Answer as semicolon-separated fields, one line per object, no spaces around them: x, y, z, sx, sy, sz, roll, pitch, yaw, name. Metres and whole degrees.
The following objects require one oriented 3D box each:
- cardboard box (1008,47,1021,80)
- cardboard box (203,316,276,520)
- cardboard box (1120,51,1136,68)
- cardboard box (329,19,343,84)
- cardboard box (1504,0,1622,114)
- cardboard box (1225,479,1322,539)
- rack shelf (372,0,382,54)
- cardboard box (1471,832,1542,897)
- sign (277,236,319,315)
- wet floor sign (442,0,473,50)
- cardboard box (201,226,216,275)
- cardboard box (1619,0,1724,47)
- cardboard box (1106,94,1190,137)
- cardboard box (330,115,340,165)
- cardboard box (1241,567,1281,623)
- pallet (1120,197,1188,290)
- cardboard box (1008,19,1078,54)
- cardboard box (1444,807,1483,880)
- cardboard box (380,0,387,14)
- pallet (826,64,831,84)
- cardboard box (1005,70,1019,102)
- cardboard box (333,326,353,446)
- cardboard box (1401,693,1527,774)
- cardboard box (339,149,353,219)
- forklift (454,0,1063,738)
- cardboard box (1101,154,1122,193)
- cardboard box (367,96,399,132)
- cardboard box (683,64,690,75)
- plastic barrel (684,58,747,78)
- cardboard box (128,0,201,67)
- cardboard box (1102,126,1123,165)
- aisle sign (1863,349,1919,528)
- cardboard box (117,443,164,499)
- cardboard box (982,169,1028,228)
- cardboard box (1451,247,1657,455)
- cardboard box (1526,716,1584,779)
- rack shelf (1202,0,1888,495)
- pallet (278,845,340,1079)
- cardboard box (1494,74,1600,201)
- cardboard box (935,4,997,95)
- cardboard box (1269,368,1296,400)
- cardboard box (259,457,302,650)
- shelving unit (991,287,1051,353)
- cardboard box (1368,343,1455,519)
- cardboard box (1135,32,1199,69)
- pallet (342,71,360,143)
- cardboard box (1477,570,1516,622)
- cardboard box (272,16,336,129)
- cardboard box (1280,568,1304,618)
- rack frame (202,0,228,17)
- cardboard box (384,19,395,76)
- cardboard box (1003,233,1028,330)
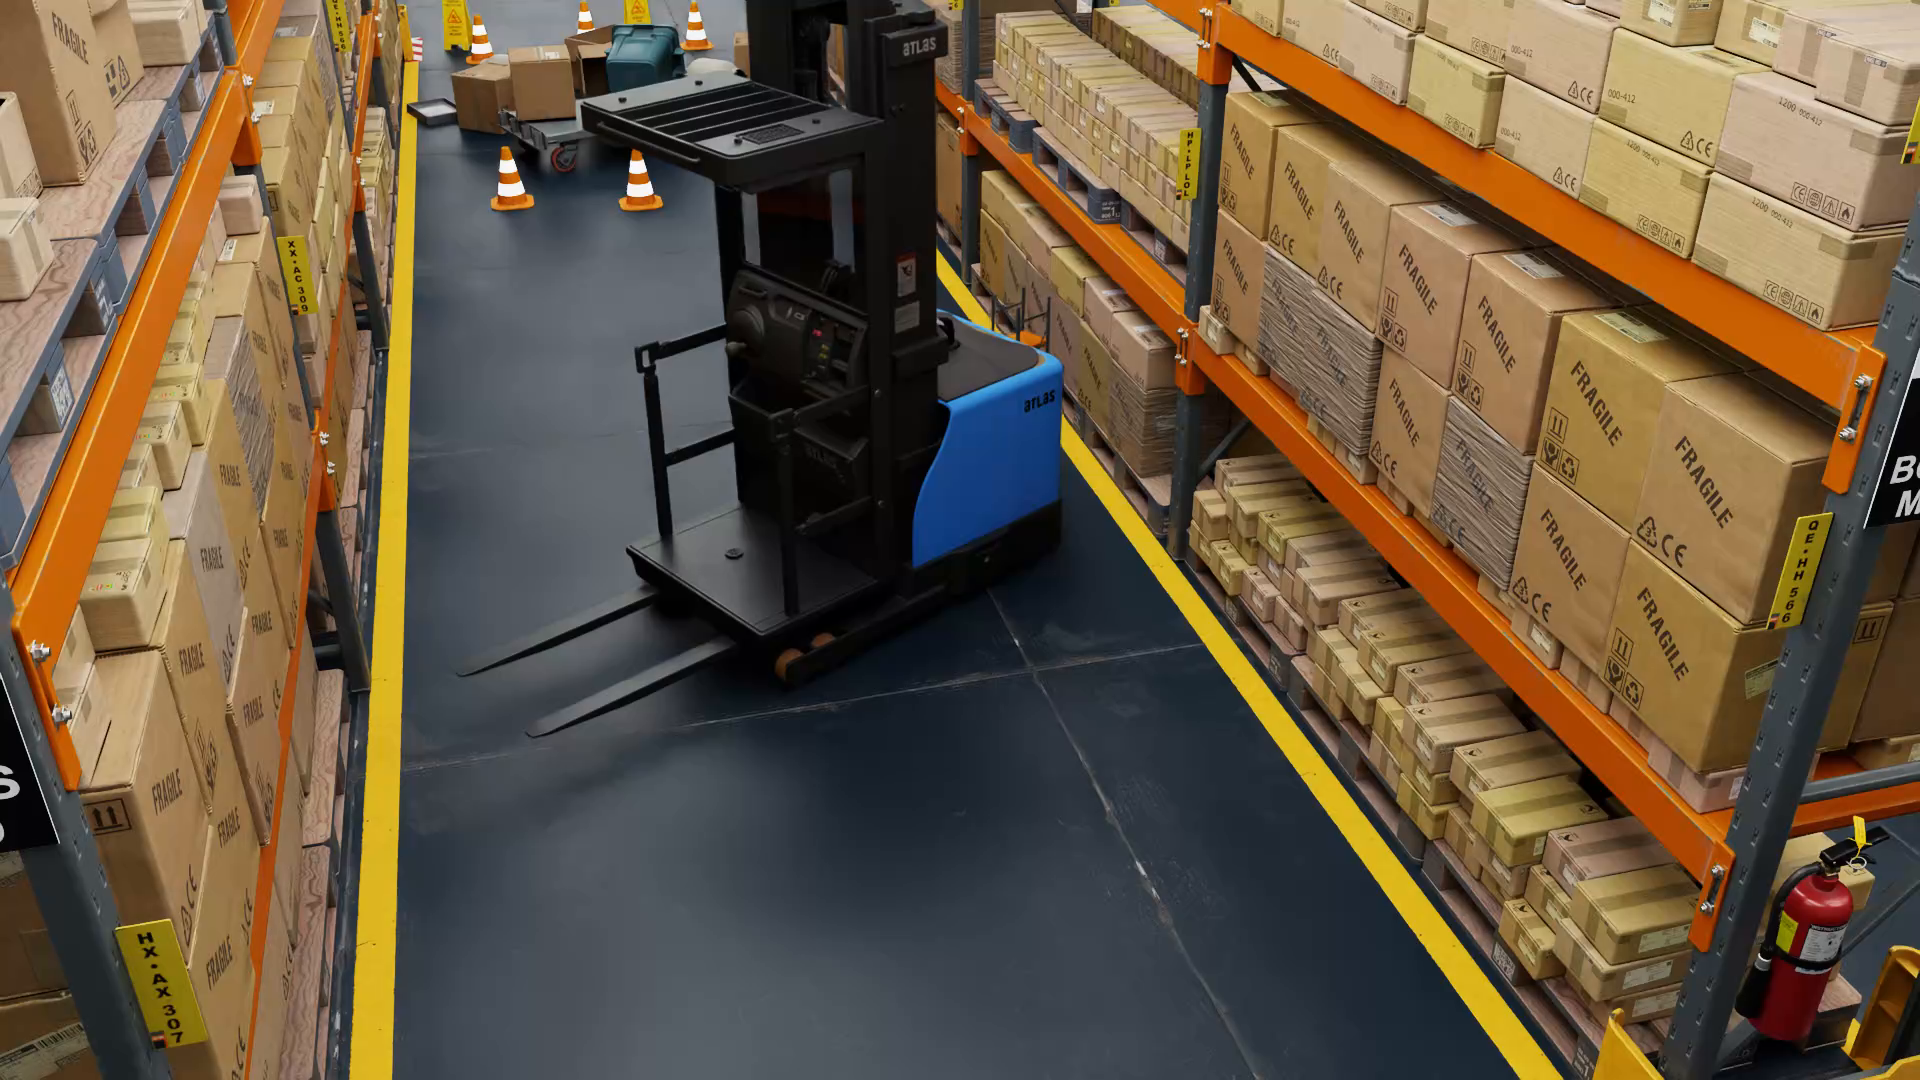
0.517;-3.020;10.508;0.380;0.149;0.250;-6;31;-11;cardboard box
-2.513;-0.364;5.287;0.500;0.500;0.500;-7;31;-13;cardboard box
1.224;-2.978;10.434;0.380;0.149;0.250;-7;31;-12;cardboard box
-4.133;-3.104;10.303;0.500;0.500;0.500;-9;31;-15;cardboard box
1.994;-1.478;4.966;0.500;0.250;0.500;-7;31;-13;cardboard box
1.478;-0.148;7.844;0.380;0.149;0.250;-6;31;-11;cardboard box
-5.830;-5.089;15.266;1.077;0.370;4.000;-8;31;-13;rack shelf
2.077;1.110;5.967;0.380;0.149;0.250;-9;31;-15;cardboard box
-2.641;-1.054;6.633;0.100;0.325;0.005;-8;31;-13;sign
-5.379;-5.581;17.748;0.267;0.644;0.232;2;30;4;wet floor sign
-2.765;-0.957;5.664;0.380;0.149;0.250;-8;31;-13;cardboard box
2.046;-1.458;4.533;0.380;0.149;0.250;-7;31;-12;cardboard box
1.005;-2.276;8.926;0.380;0.149;0.250;-9;31;-15;cardboard box
-3.724;-2.206;9.218;0.500;0.250;0.500;-9;31;-15;cardboard box
1.544;0.235;7.776;0.380;0.149;0.250;-8;31;-14;cardboard box
1.508;-1.583;8.682;1.003;0.211;1.213;-8;31;-13;pallet
0.518;-3.161;10.455;0.380;0.149;0.250;-9;31;-15;cardboard box
2.060;1.113;6.260;0.380;0.149;0.250;-8;31;-13;cardboard box
-5.383;-4.798;14.975;0.380;0.149;0.250;-6;31;-10;cardboard box
-1.007;-4.902;17.009;1.003;0.211;1.213;-8;31;-13;pallet
0.504;-2.910;10.614;0.380;0.149;0.250;-6;31;-11;cardboard box
-3.901;-0.988;9.165;0.875;0.875;0.875;-7;31;-13;cardboard box
1.912;0.734;6.320;0.380;0.149;0.250;-7;31;-11;cardboard box
-3.702;-1.983;9.331;0.500;0.250;0.500;-7;31;-12;cardboard box
-0.897;-0.897;7.373;3.031;2.935;1.130;-25;38;-36;forklift
0.995;-2.017;9.071;0.380;0.149;0.250;-9;31;-15;cardboard box
-5.195;-3.747;14.554;0.500;0.250;0.500;-9;31;-16;cardboard box
-2.785;-4.543;16.334;0.396;0.266;0.258;-3;30;-5;cardboard box
-2.333;-4.370;15.878;0.512;0.421;0.421;13;32;21;plastic barrel
-2.627;-1.591;5.242;0.380;0.149;0.250;-7;31;-12;cardboard box
0.996;-2.150;9.004;0.380;0.149;0.250;-9;31;-16;cardboard box
2.362;-0.395;3.844;0.394;0.787;0.004;-8;31;-13;aisle sign
-2.245;-0.106;4.193;0.380;0.149;0.250;-8;31;-13;cardboard box
0.458;-2.268;11.002;0.500;0.250;0.500;-9;31;-16;cardboard box
1.990;-0.633;5.454;0.500;0.500;0.500;-6;31;-11;cardboard box
2.446;0.791;6.519;0.380;0.149;0.250;-9;31;-16;cardboard box
2.101;-1.298;5.722;1.077;0.370;4.000;-8;31;-13;rack shelf
-2.722;1.605;5.767;1.003;0.211;1.213;-8;31;-13;pallet
1.995;-1.250;5.071;0.500;0.250;0.500;-7;31;-11;cardboard box
0.130;-3.434;11.589;0.500;0.500;0.500;-8;31;-13;cardboard box
1.592;-0.752;7.305;0.380;0.149;0.250;-9;31;-15;cardboard box
-2.516;0.065;5.543;0.500;0.500;0.500;-8;31;-14;cardboard box
0.312;-0.719;8.795;0.258;1.200;0.189;-25;38;-36;shelving unit
1.867;-0.435;6.111;0.500;0.500;0.500;-6;31;-11;cardboard box
1.289;-2.987;10.155;0.380;0.149;0.250;-7;31;-12;cardboard box
-4.529;-2.749;10.697;1.213;0.211;1.003;-8;31;-13;pallet
2.030;0.148;5.751;0.380;0.149;0.250;-9;31;-15;cardboard box
-3.704;-2.517;9.006;0.500;0.500;0.500;-7;31;-12;cardboard box
1.680;0.218;7.509;0.380;0.149;0.250;-9;31;-16;cardboard box
-3.175;-3.167;5.238;1.000;3.000;0.127;-8;31;-13;rack frame
-5.348;-4.328;14.811;0.500;0.500;0.500;-7;31;-11;cardboard box
0.587;-1.691;10.754;0.500;0.500;0.500;-7;31;-13;cardboard box
